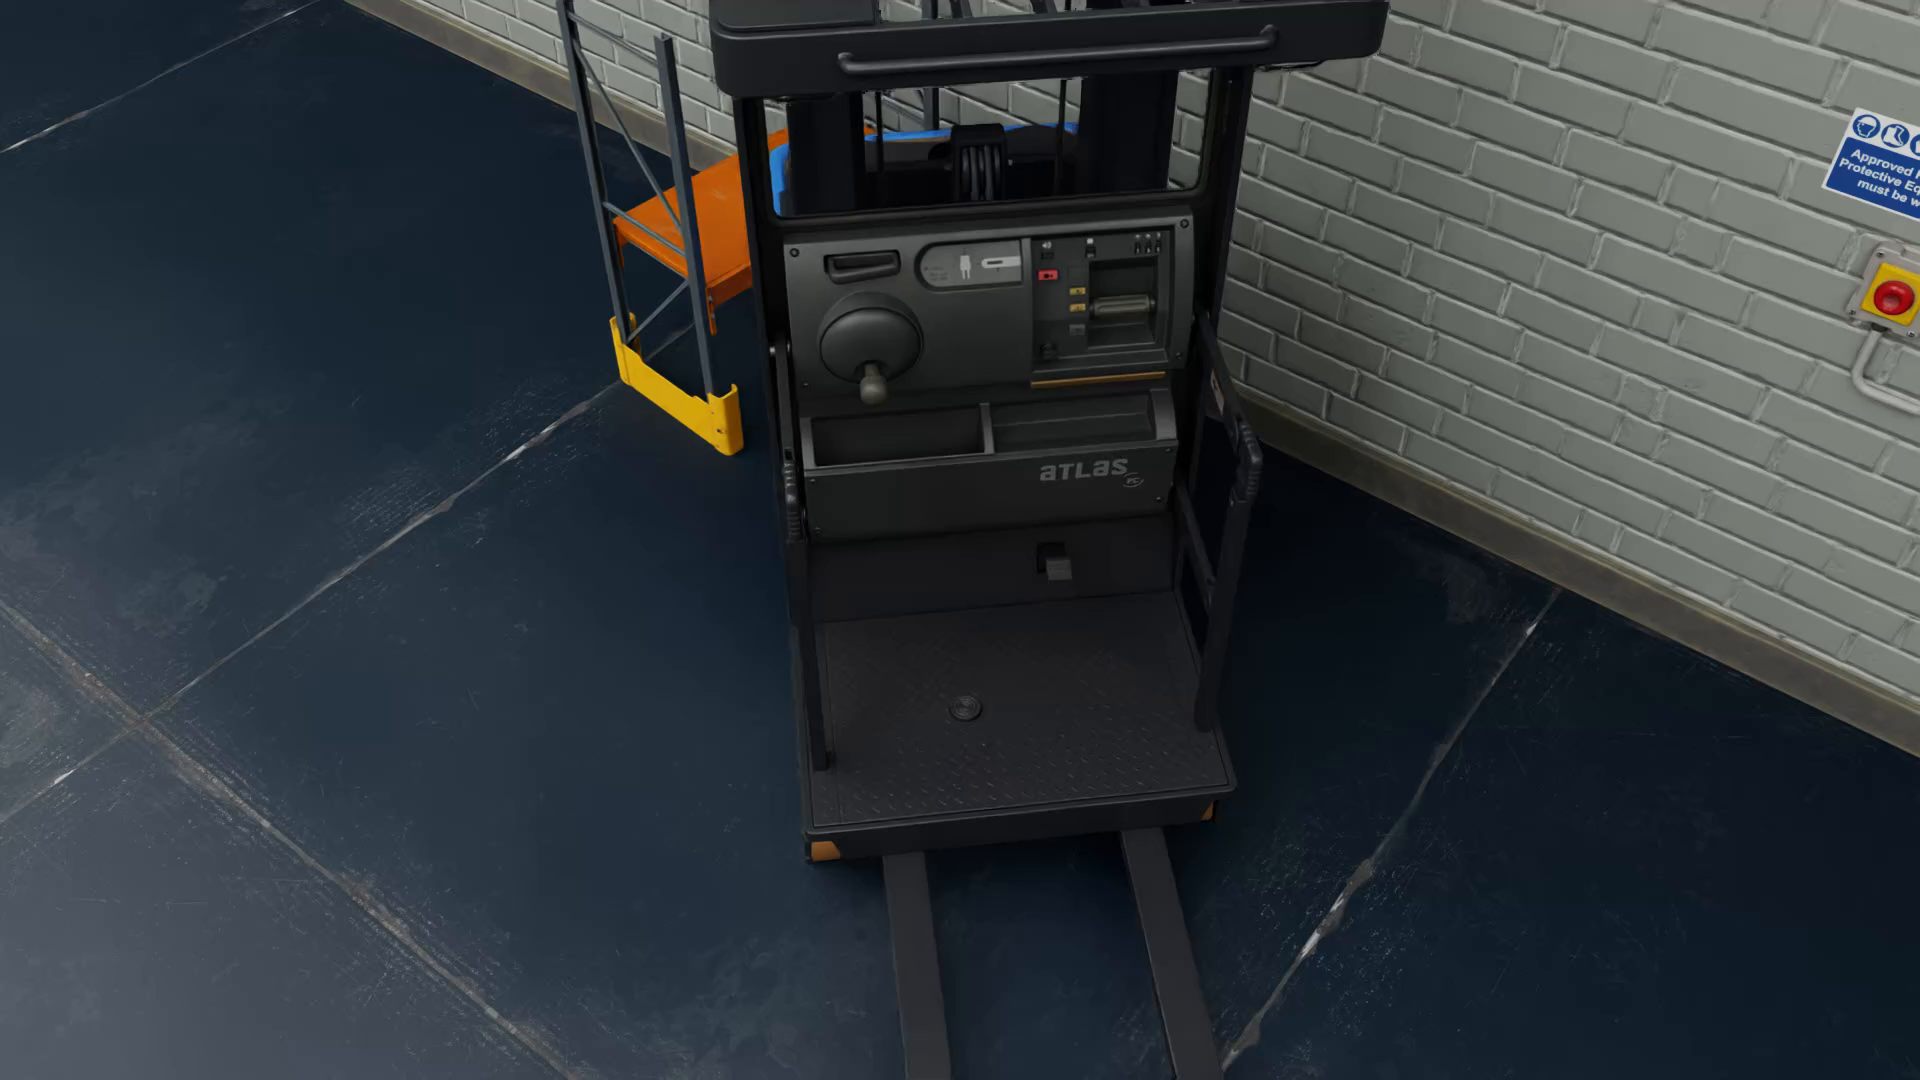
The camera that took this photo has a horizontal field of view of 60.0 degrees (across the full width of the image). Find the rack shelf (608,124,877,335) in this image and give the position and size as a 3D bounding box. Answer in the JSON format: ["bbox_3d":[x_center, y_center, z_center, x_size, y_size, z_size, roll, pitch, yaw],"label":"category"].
[{"bbox_3d":[-0.612,-1.091,5.504,0.538,0.185,1.000,35,55,29],"label":"rack shelf"}]

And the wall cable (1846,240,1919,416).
[{"bbox_3d":[2.168,-1.049,3.454,0.585,1.953,0.123,29,53,25],"label":"wall cable"}]

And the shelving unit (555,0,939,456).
[{"bbox_3d":[-0.606,-1.220,5.378,0.587,1.500,1.083,35,55,29],"label":"shelving unit"}]

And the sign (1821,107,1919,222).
[{"bbox_3d":[2.167,-0.837,3.788,0.327,0.218,0.001,29,53,25],"label":"sign"}]

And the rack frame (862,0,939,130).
[{"bbox_3d":[-0.260,-1.481,5.627,0.500,1.500,0.032,35,55,29],"label":"rack frame"}]

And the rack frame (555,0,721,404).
[{"bbox_3d":[-0.964,-0.950,5.120,0.500,1.500,0.032,35,55,29],"label":"rack frame"}]

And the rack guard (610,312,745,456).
[{"bbox_3d":[-0.951,-0.529,5.582,0.587,0.250,0.087,35,55,29],"label":"rack guard"}]

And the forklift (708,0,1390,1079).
[{"bbox_3d":[0.101,-0.434,3.638,1.130,2.935,3.031,-5,47,-5],"label":"forklift"}]
